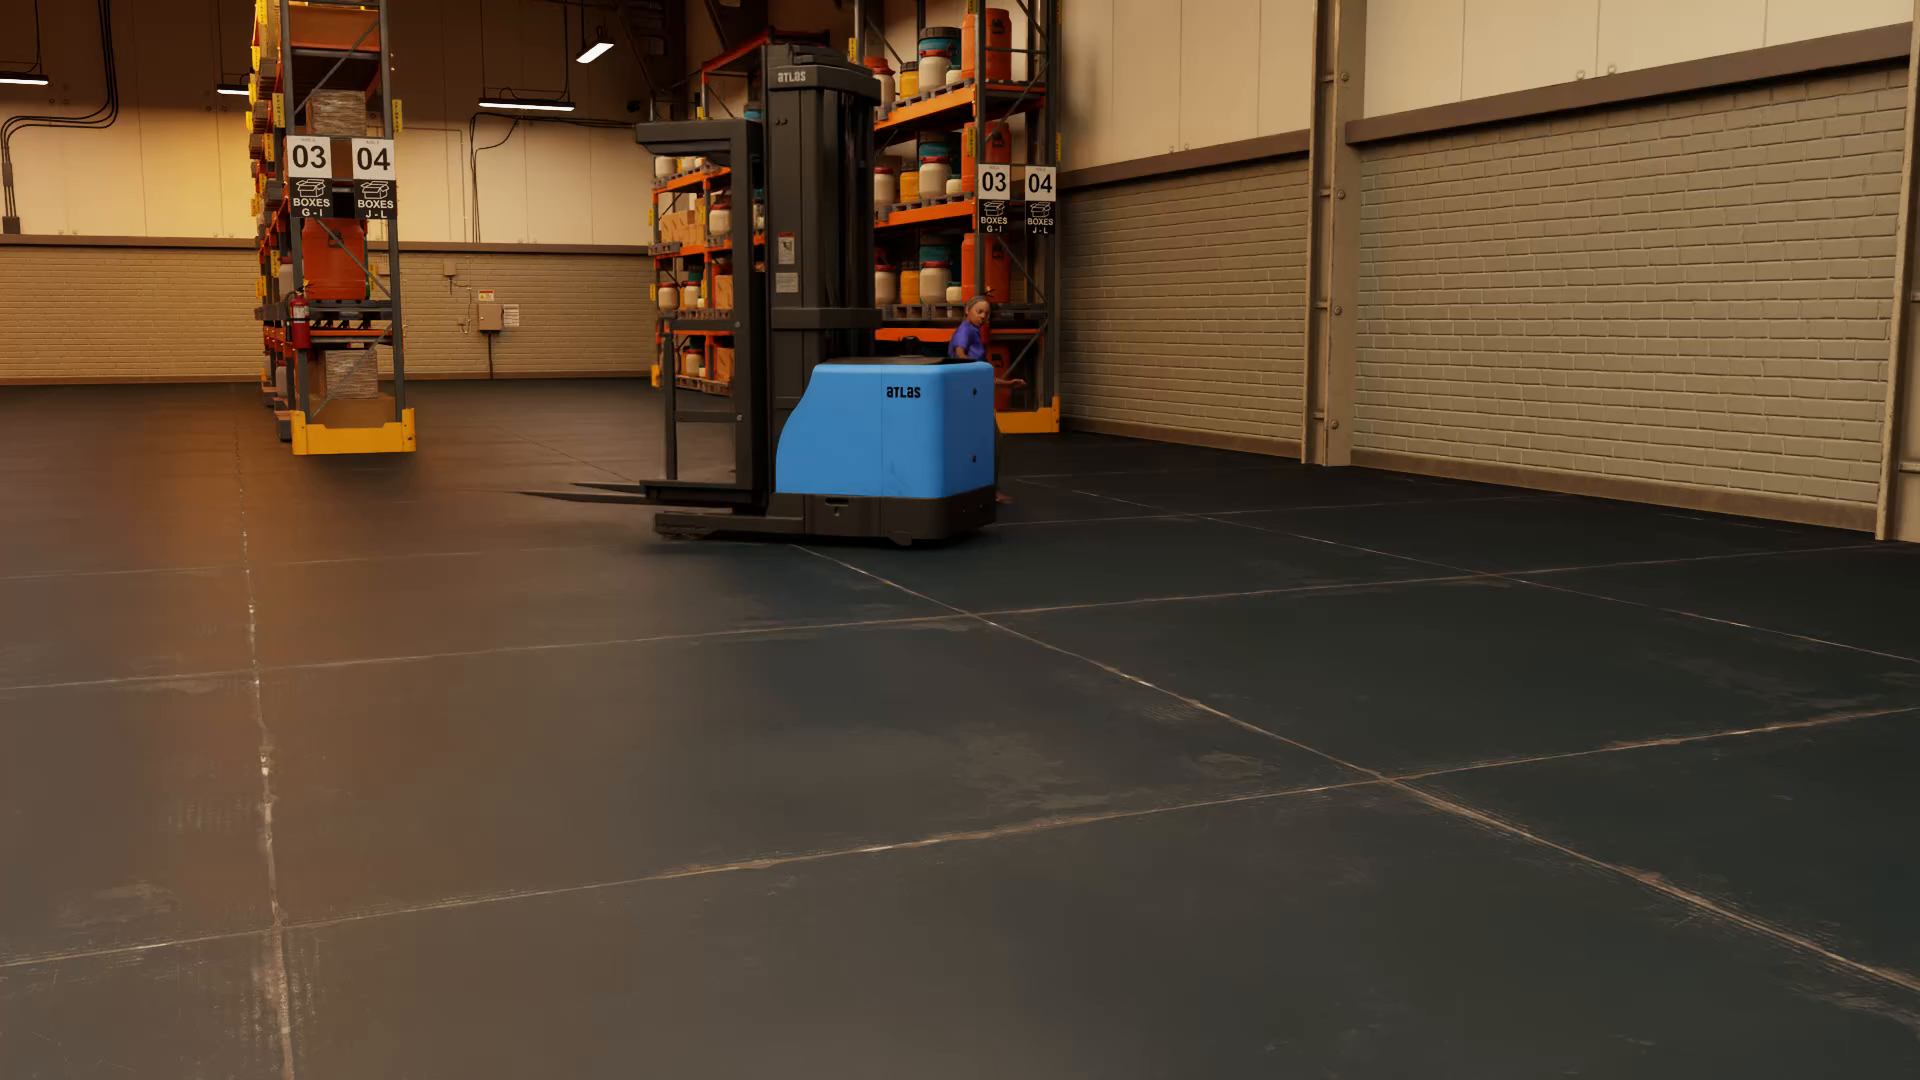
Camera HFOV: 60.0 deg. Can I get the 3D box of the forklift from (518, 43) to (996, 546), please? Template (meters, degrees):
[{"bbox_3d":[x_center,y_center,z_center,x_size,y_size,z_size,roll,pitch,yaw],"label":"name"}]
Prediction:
[{"bbox_3d":[-1.342,-1.513,10.416,3.031,2.935,1.130,3,8,21],"label":"forklift"}]

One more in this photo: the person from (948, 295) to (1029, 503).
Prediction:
[{"bbox_3d":[0.179,-0.985,11.920,0.779,1.529,0.704,-4,8,-26],"label":"person"}]
